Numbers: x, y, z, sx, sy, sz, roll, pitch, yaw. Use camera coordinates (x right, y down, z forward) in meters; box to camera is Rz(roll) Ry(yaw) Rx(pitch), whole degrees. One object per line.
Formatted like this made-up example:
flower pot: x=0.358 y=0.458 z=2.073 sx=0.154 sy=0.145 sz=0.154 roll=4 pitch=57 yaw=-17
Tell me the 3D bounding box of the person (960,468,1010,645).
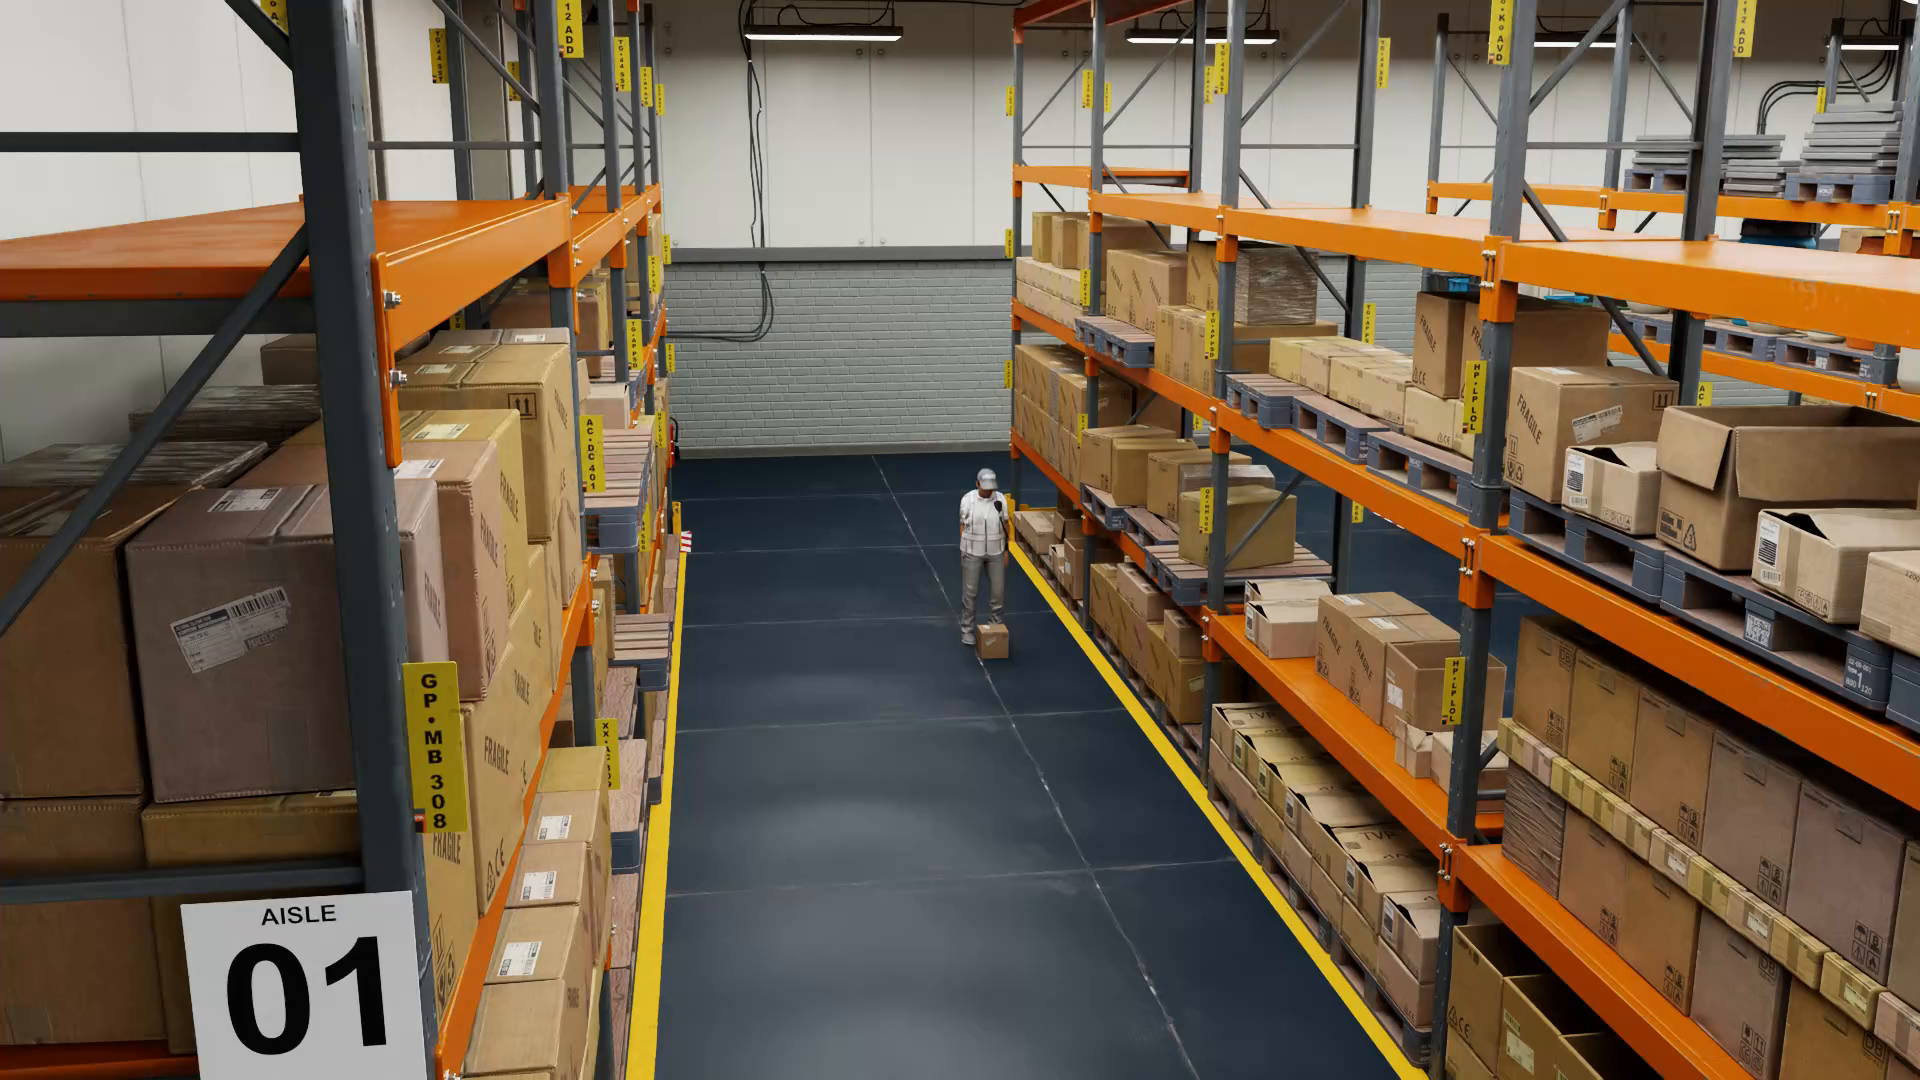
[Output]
person: x=0.236 y=0.139 z=15.434 sx=0.474 sy=1.654 sz=0.389 roll=-2 pitch=13 yaw=-9
